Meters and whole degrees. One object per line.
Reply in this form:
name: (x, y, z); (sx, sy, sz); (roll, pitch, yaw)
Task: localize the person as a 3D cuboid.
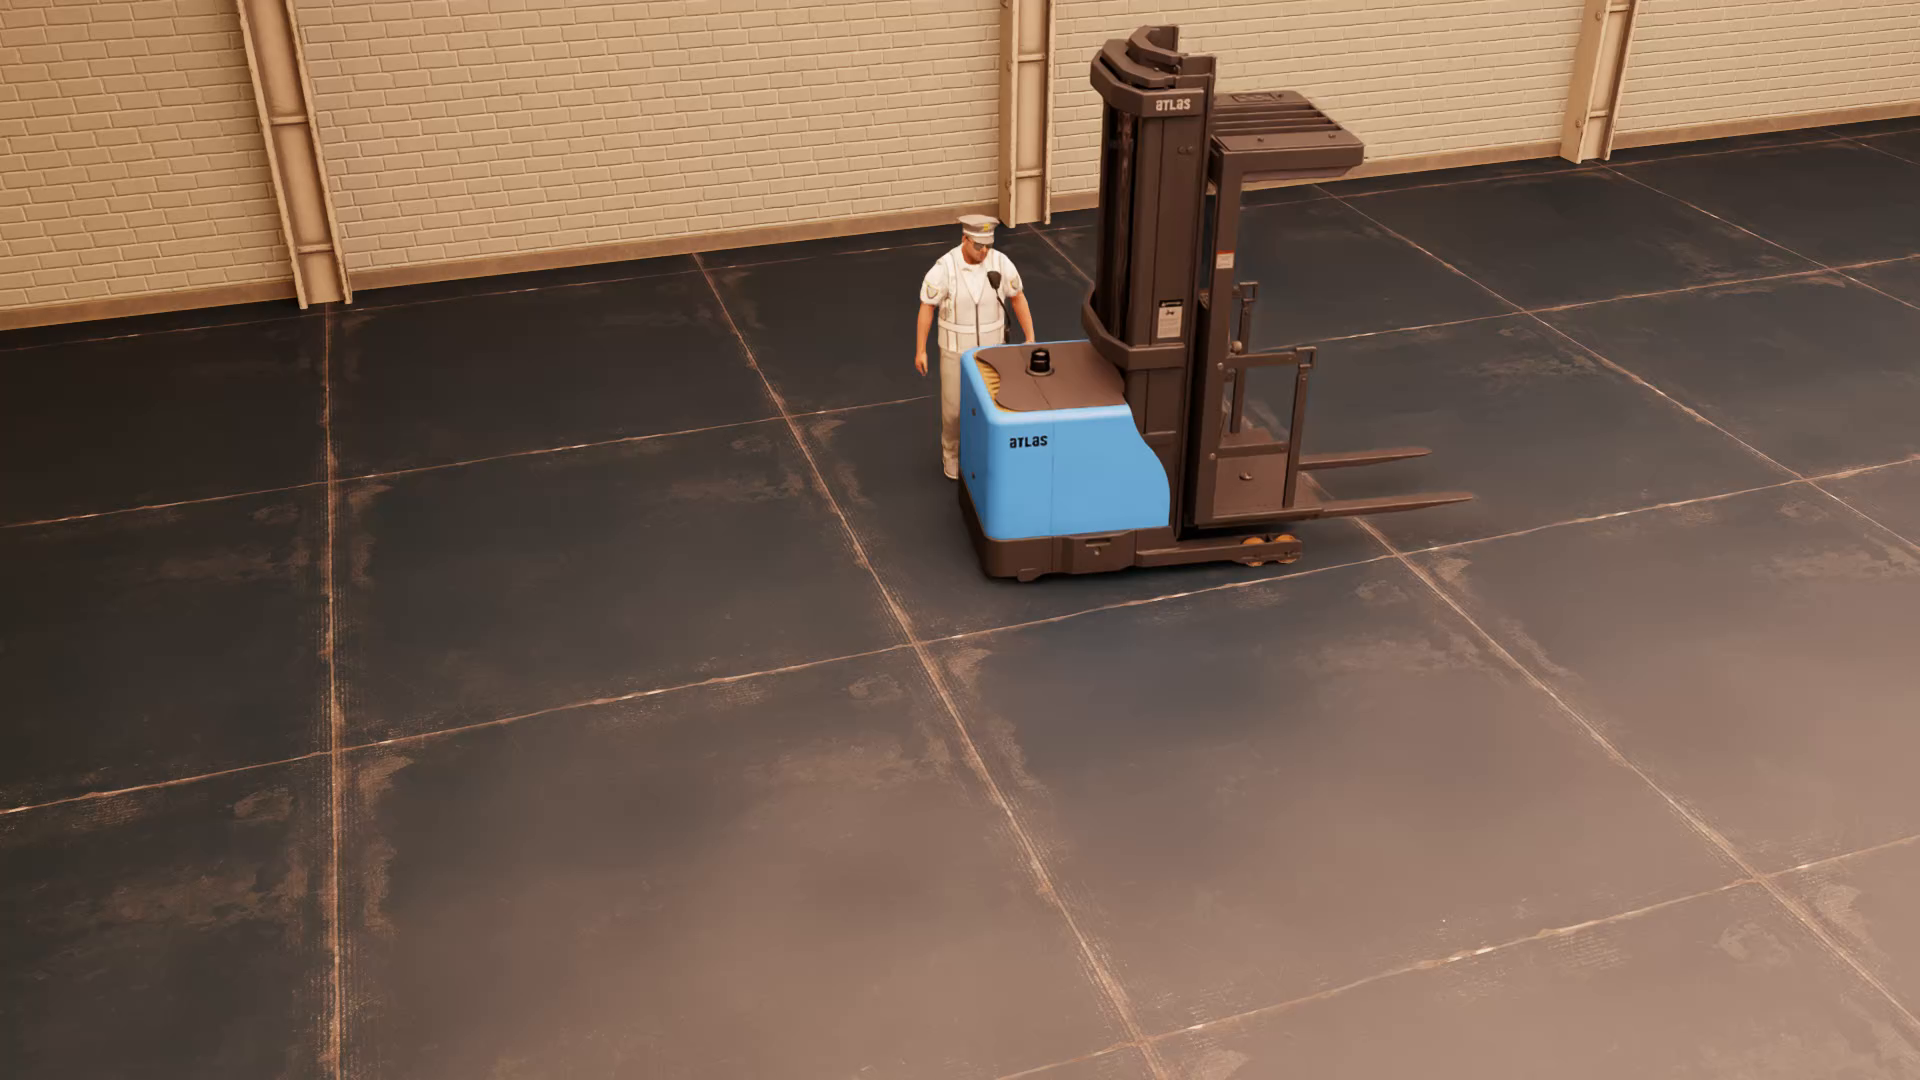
person: (0.095, -1.221, 10.419); (0.775, 1.724, 0.386); (-6, 31, -11)

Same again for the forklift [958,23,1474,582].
forklift: (1.555, -1.371, 9.470); (3.031, 2.935, 1.130); (-5, 30, -8)
